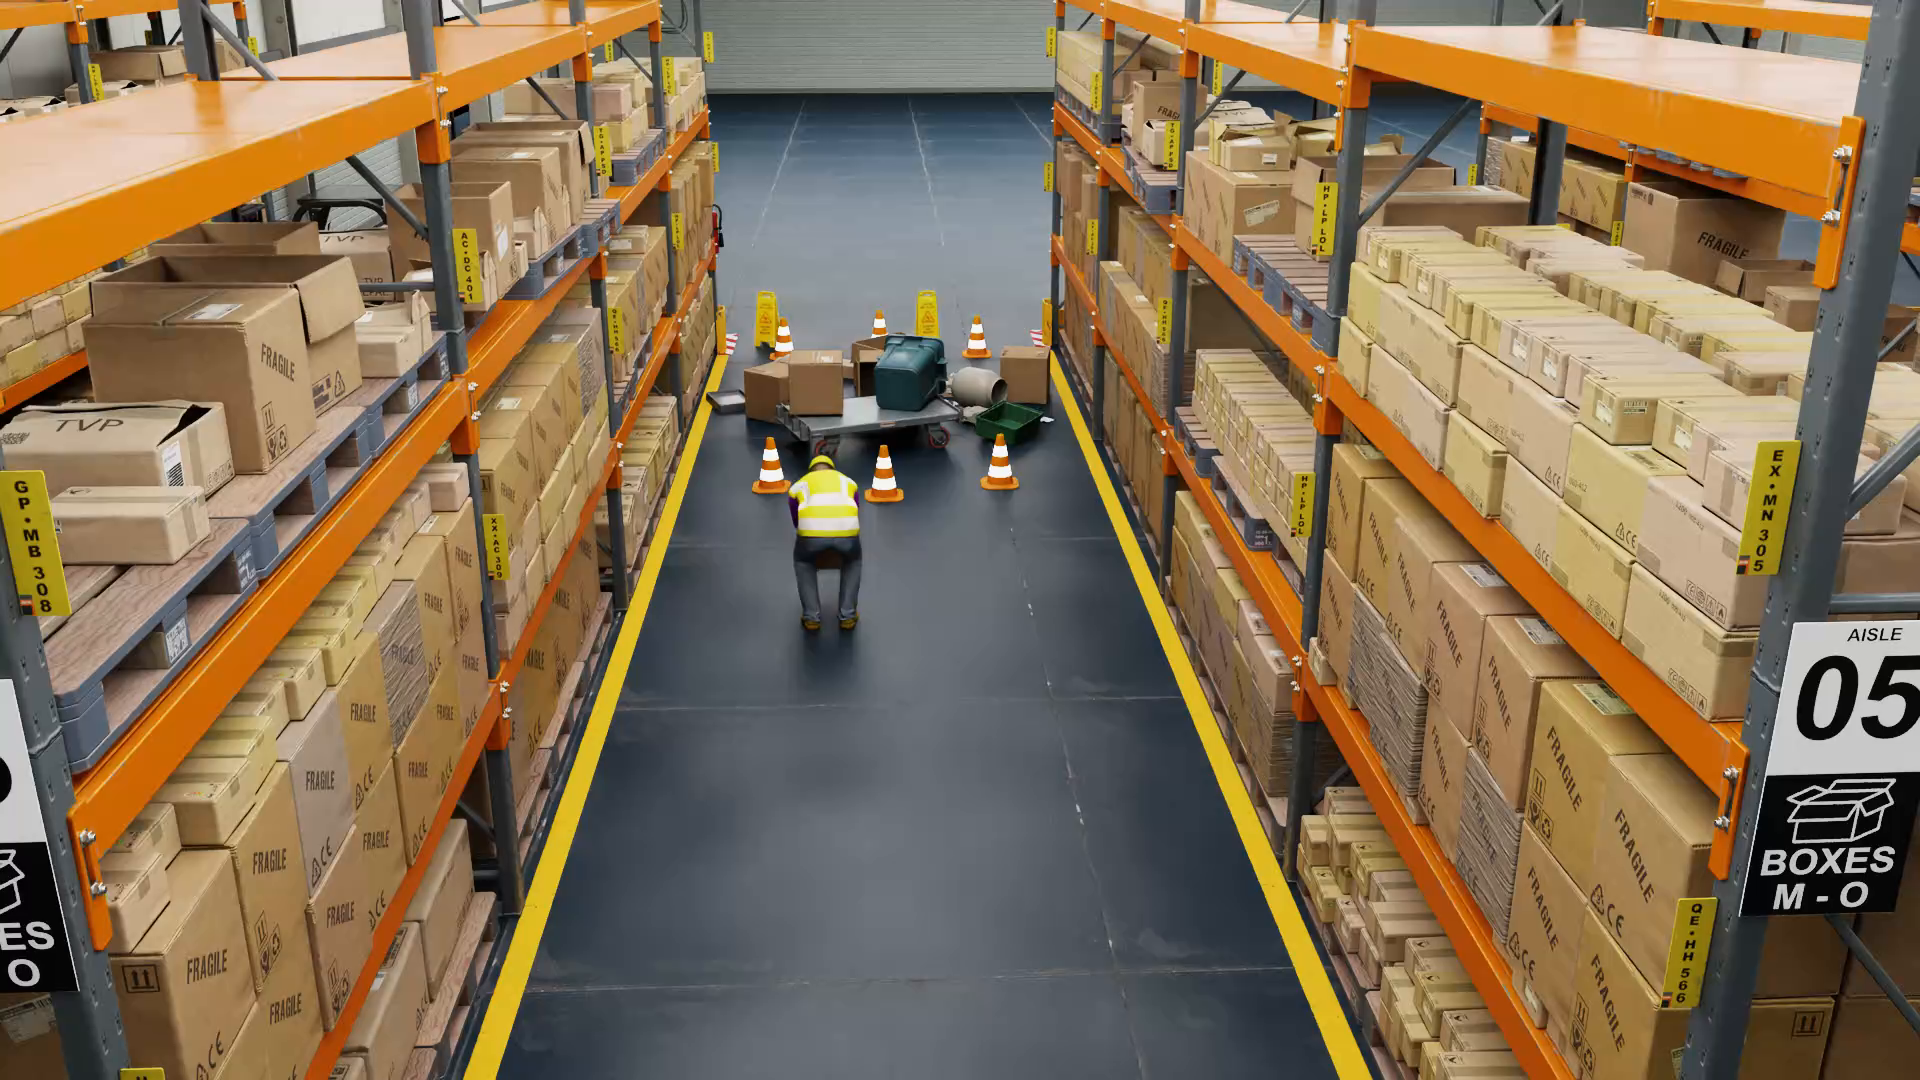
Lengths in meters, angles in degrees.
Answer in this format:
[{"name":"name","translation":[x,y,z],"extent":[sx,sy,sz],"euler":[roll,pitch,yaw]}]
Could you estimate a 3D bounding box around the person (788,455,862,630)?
[{"name":"person","translation":[-0.965,0.021,11.969],"extent":[0.514,1.083,0.966],"euler":[-2,20,-6]}]
